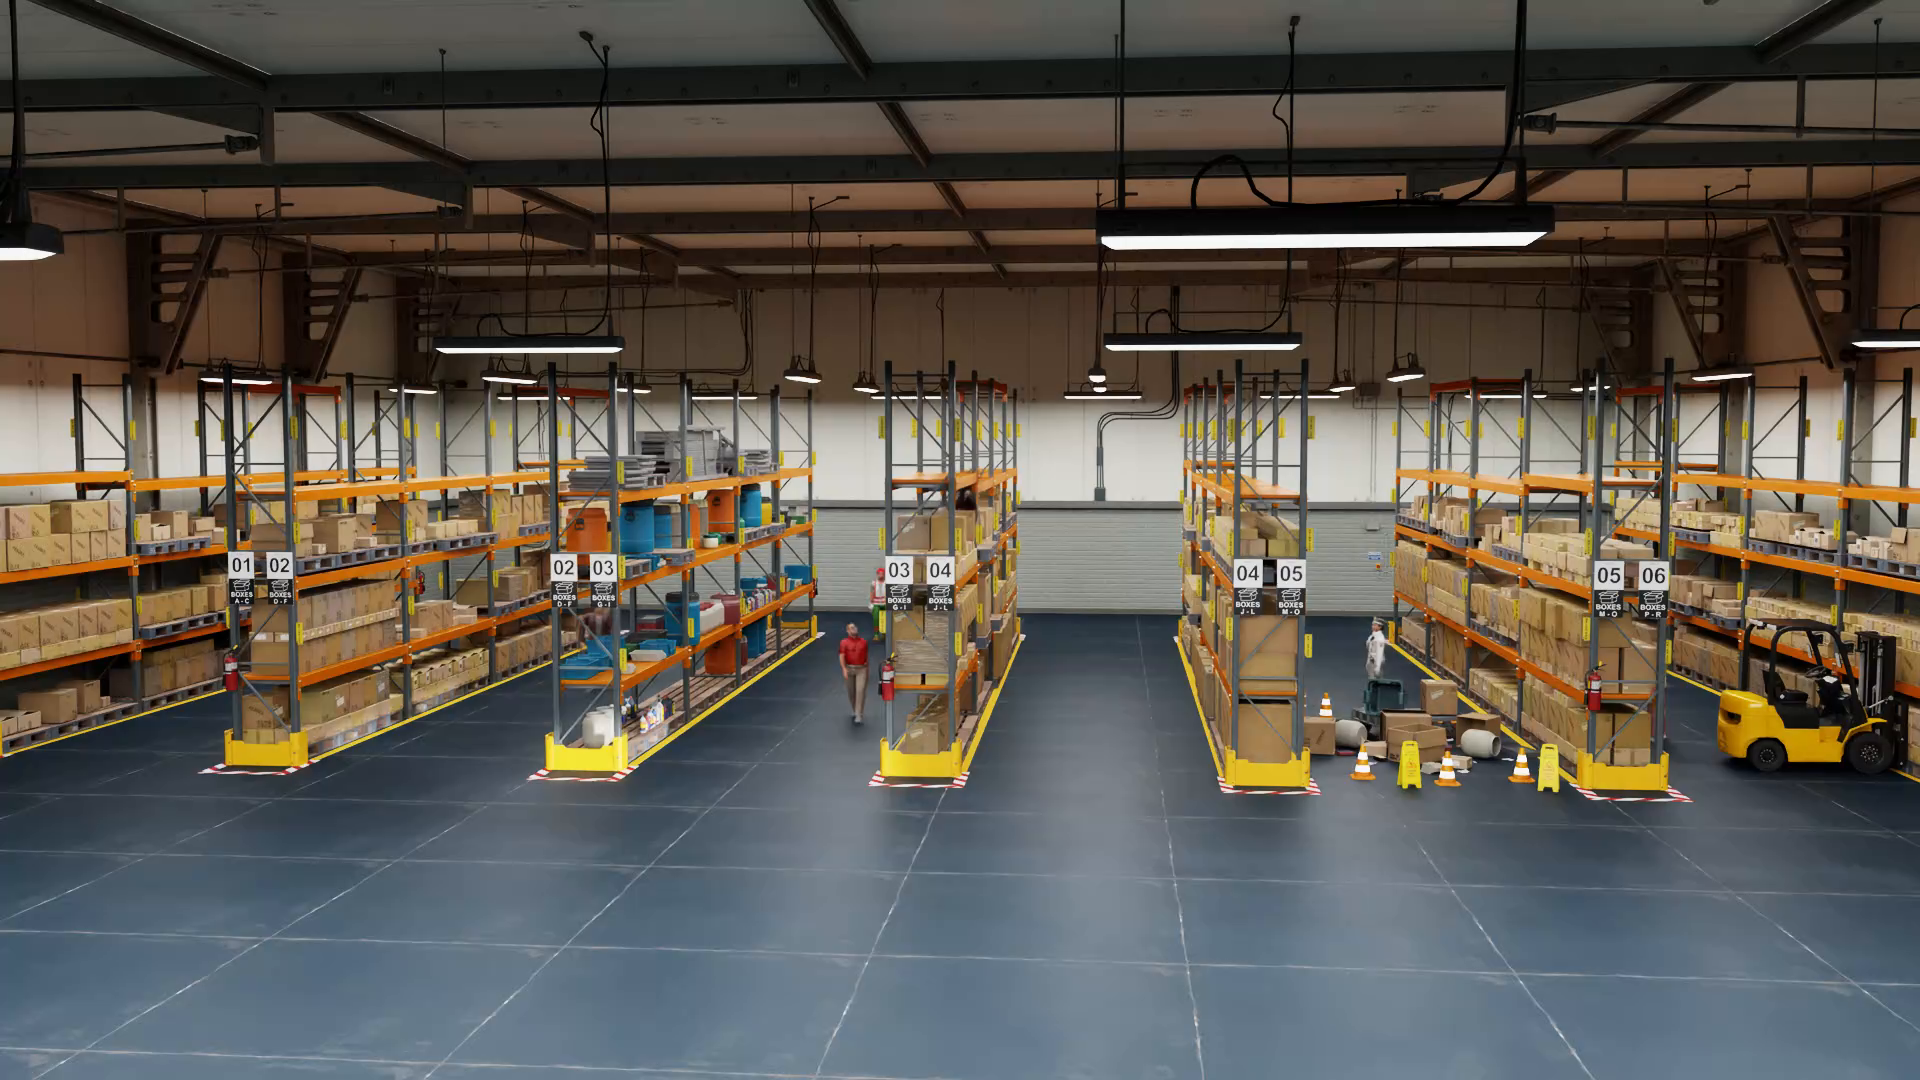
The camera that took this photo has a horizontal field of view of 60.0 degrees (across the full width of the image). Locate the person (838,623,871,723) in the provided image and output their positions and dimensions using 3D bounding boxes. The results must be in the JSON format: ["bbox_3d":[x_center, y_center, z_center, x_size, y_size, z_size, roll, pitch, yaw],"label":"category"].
[{"bbox_3d":[-1.831,2.281,28.663,0.524,1.648,0.979,0,4,6],"label":"person"}]

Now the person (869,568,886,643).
[{"bbox_3d":[-1.871,1.531,39.248,0.598,1.731,1.063,0,4,4],"label":"person"}]

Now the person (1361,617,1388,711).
[{"bbox_3d":[7.426,2.211,29.715,0.433,1.692,0.511,2,4,25],"label":"person"}]

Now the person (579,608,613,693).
[{"bbox_3d":[-6.996,2.060,32.144,0.775,1.815,0.936,0,4,7],"label":"person"}]

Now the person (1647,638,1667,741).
[{"bbox_3d":[11.238,2.411,26.889,0.498,1.683,0.408,-3,5,-40],"label":"person"}]
